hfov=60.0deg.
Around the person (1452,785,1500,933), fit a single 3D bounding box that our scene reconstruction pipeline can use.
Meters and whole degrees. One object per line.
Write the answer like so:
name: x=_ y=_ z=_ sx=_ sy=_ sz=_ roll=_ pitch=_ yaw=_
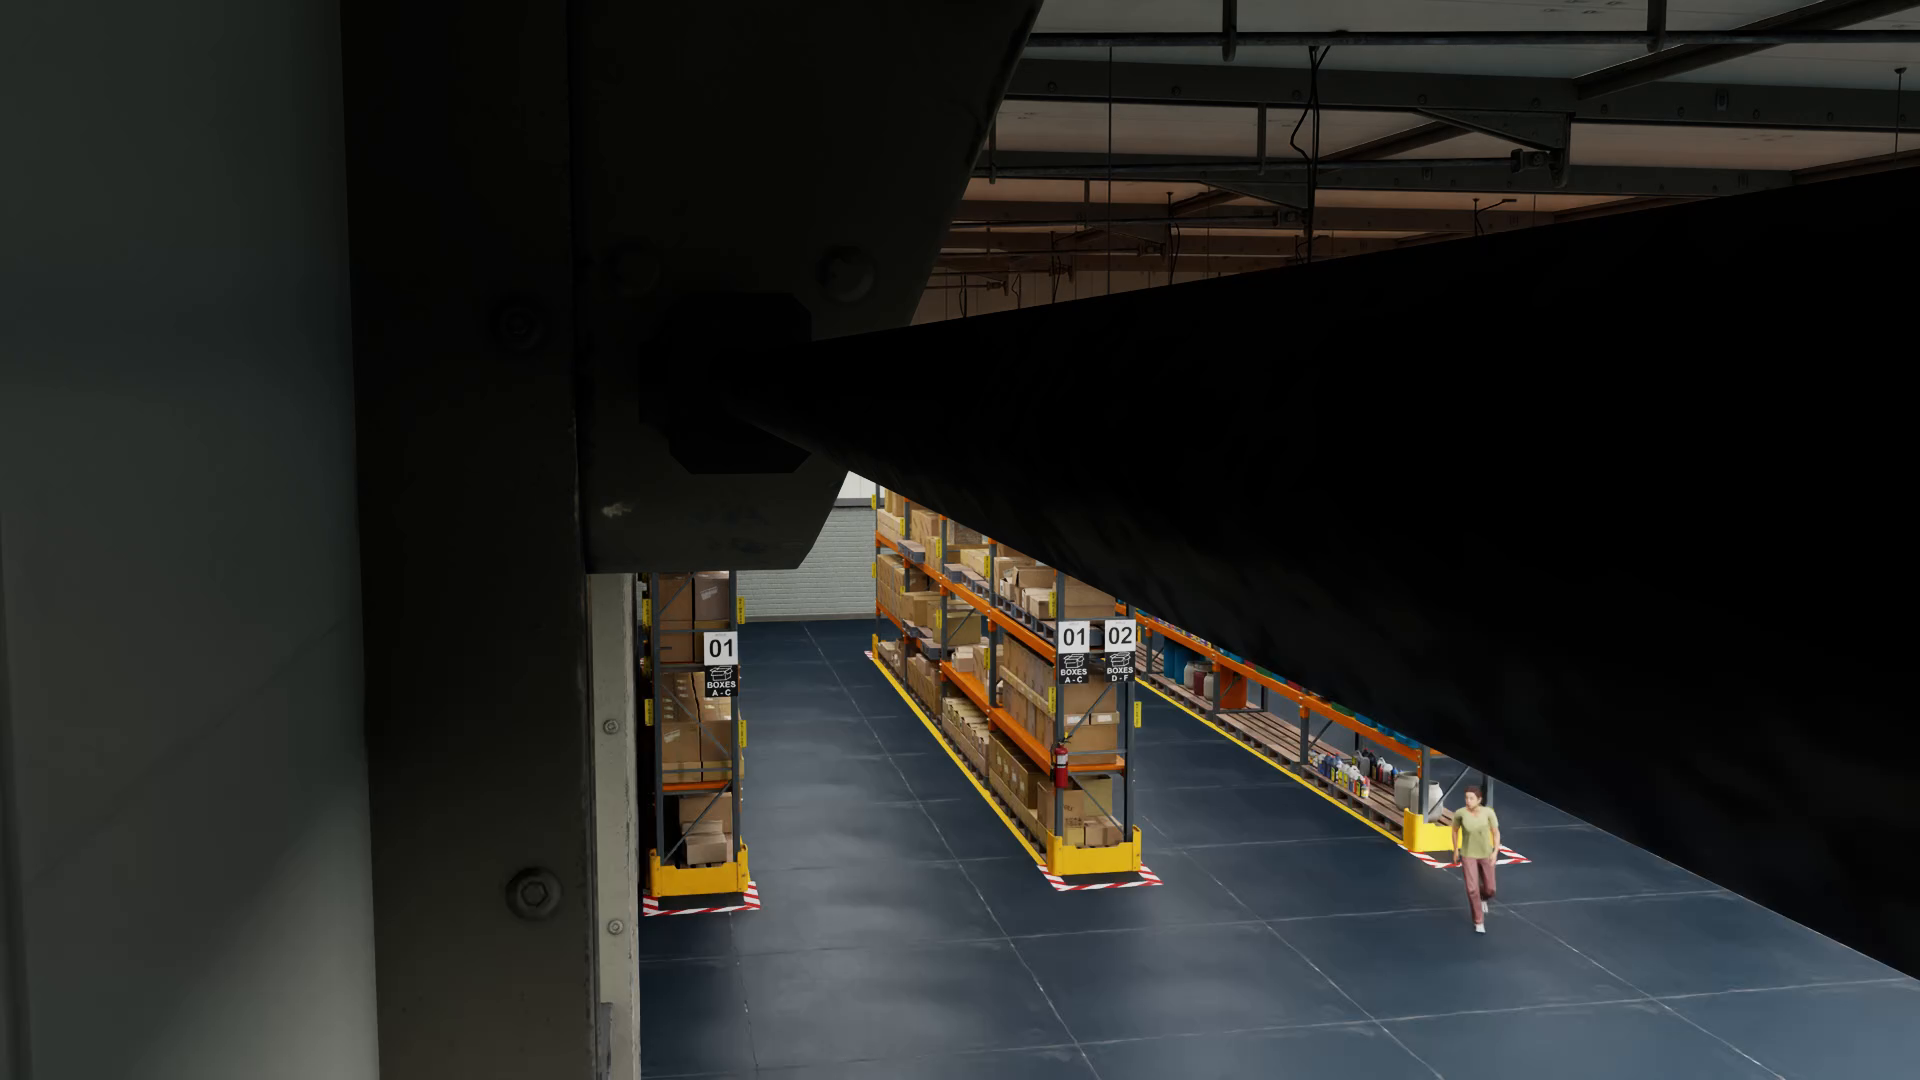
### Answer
person: x=5.860 y=3.584 z=18.911 sx=0.504 sy=1.641 sz=0.626 roll=1 pitch=6 yaw=9
